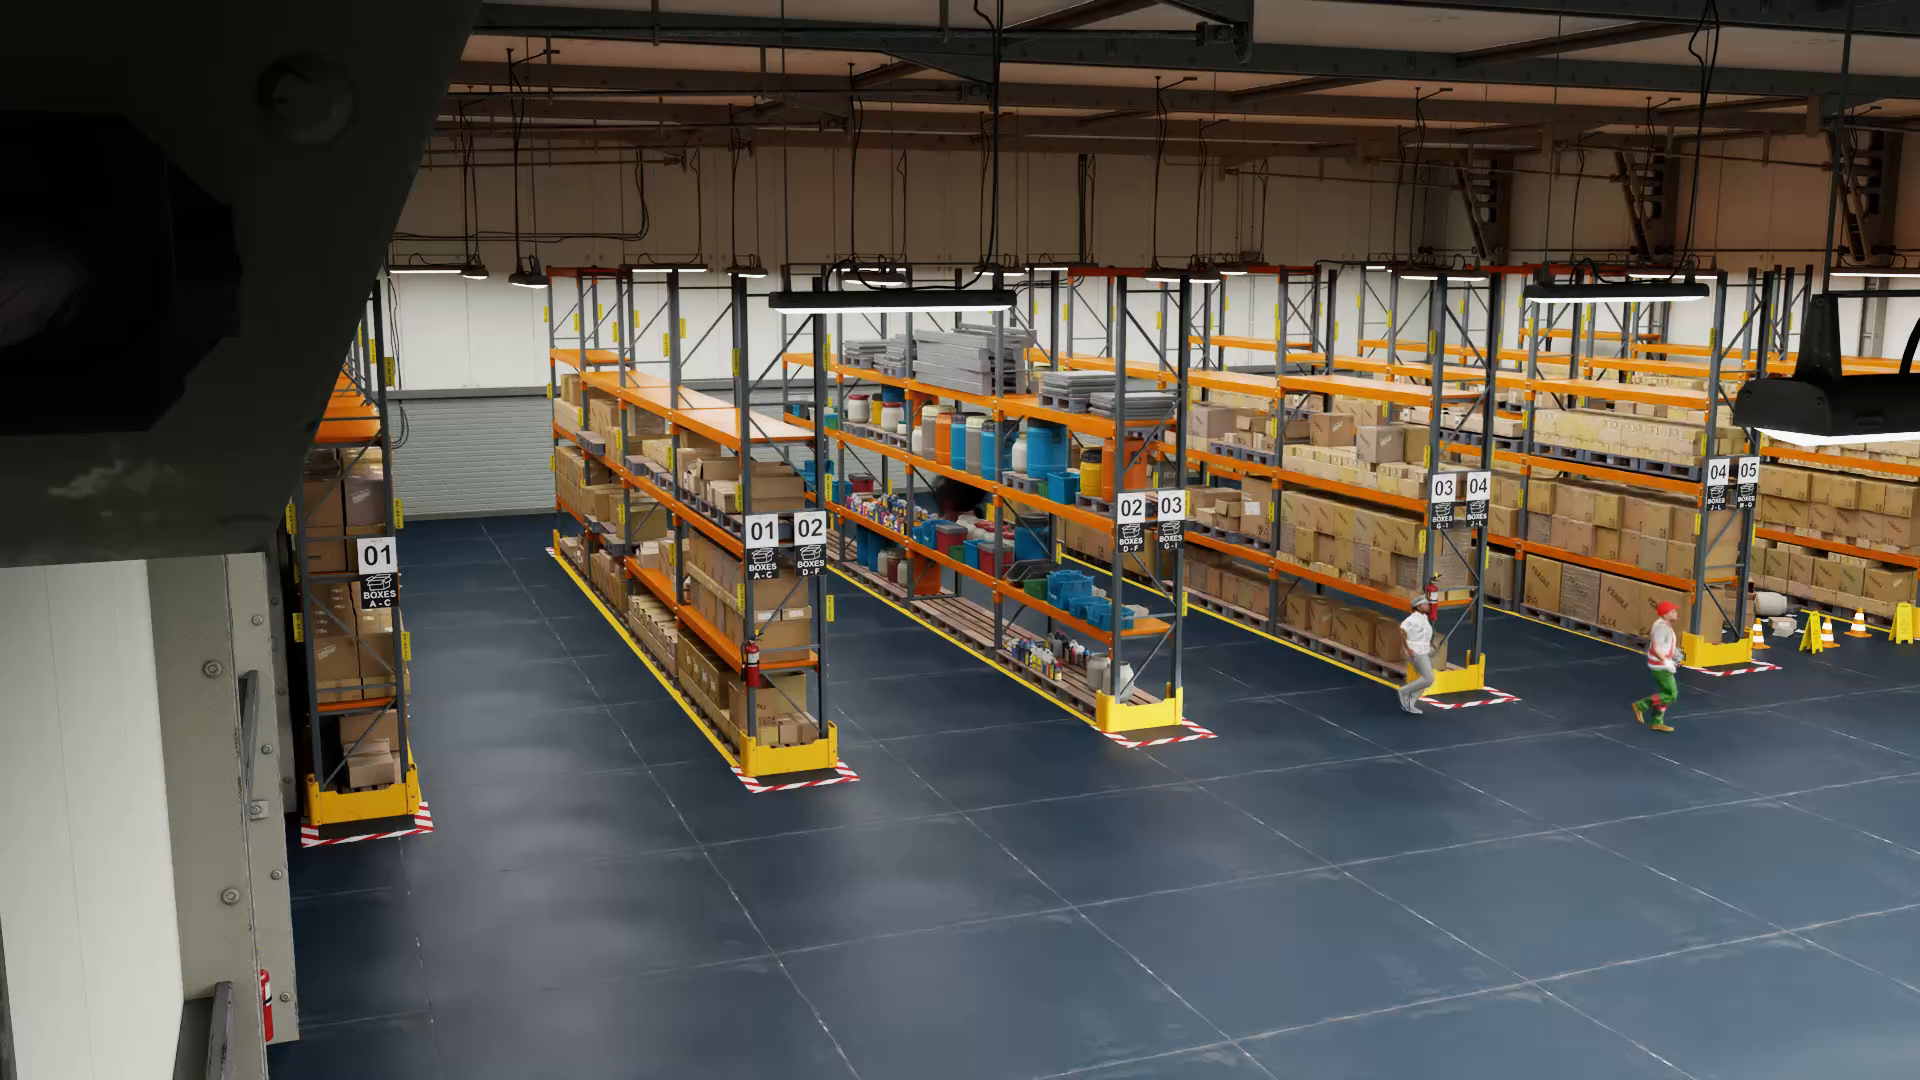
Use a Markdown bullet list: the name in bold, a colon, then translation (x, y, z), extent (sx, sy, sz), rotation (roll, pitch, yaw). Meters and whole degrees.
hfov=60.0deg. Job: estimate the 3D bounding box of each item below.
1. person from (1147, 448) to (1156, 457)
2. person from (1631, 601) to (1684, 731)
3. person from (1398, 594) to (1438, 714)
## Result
- **person**: translation (4.430, -1.329, 39.074), extent (0.660, 1.819, 0.874), rotation (0, 10, -2)
- **person**: translation (9.294, 1.668, 22.088), extent (0.616, 1.754, 0.649), rotation (3, 10, 16)
- **person**: translation (6.368, 1.566, 22.970), extent (0.505, 1.644, 0.620), rotation (6, 11, 30)
